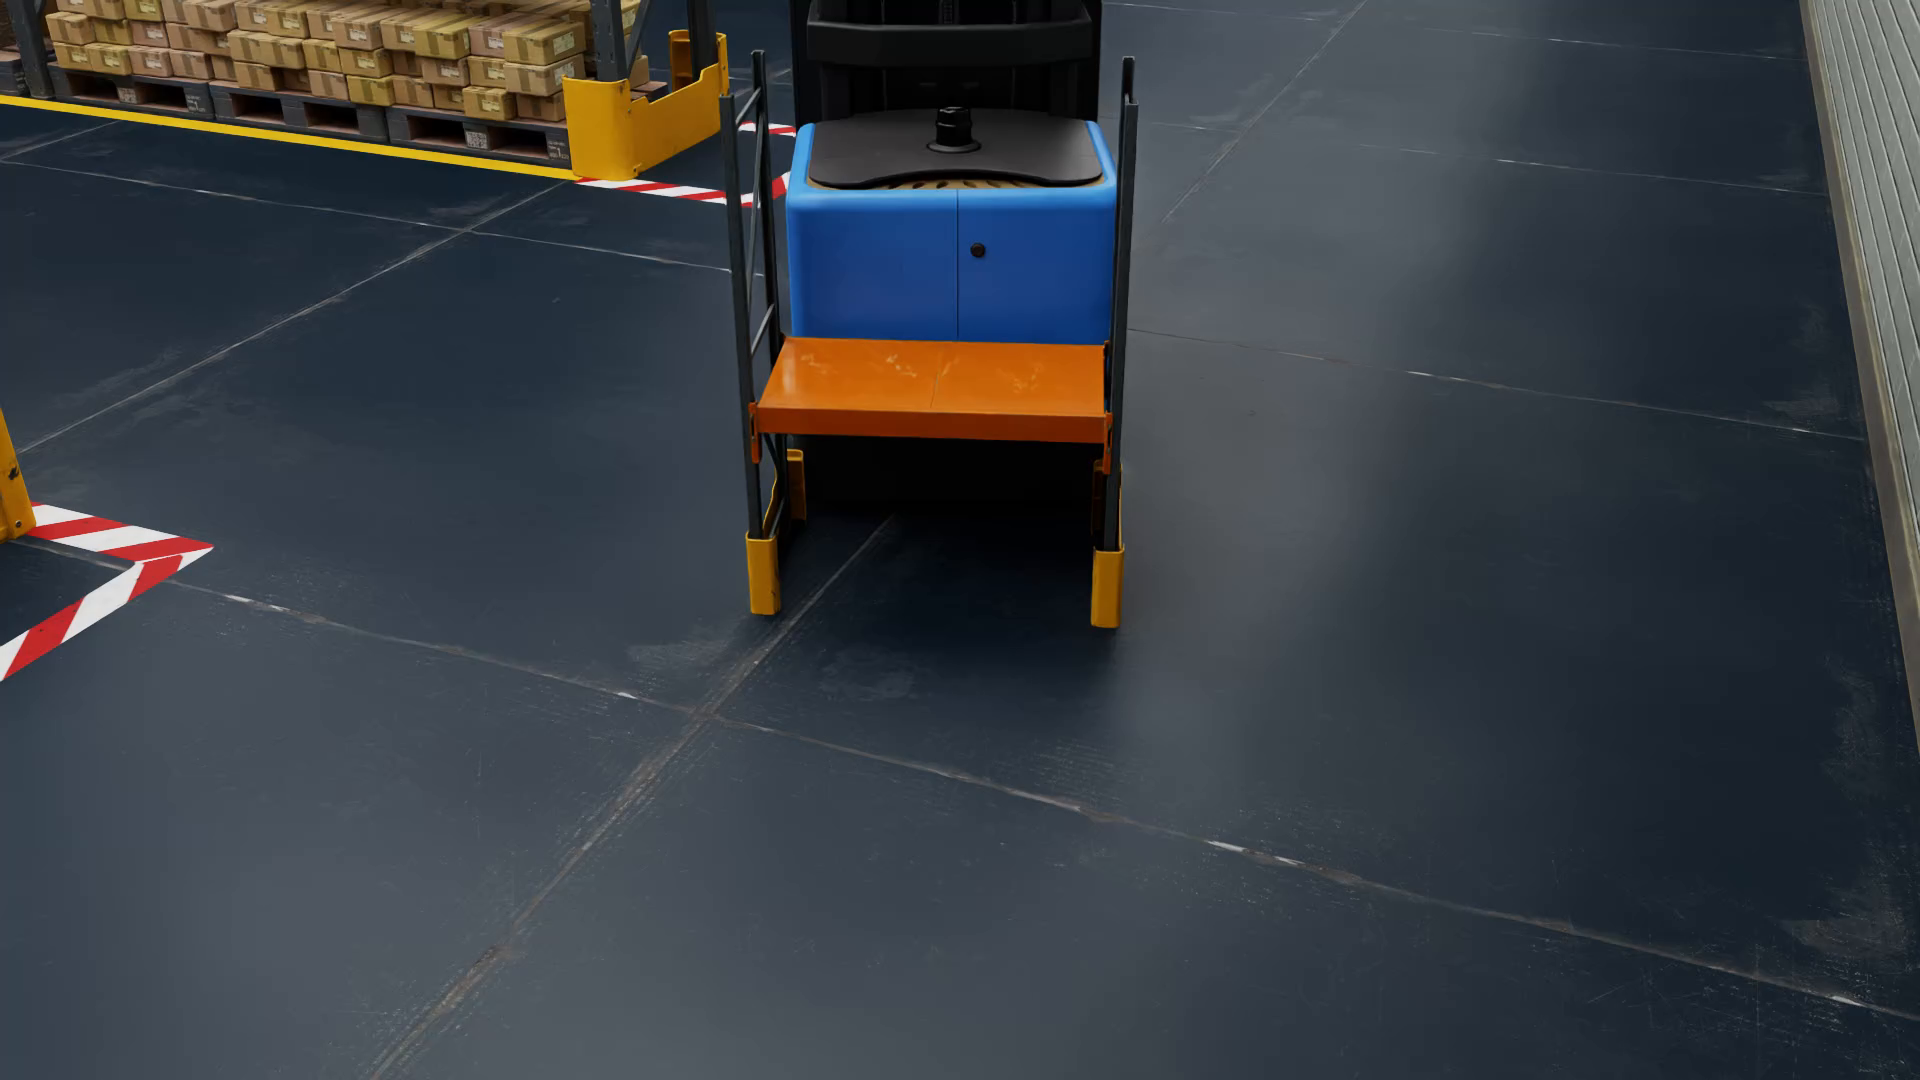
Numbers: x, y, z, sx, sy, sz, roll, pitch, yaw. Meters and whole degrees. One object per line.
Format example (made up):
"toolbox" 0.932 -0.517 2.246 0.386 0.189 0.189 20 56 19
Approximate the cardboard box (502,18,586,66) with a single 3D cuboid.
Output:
"cardboard box" -2.161 -2.592 8.653 0.250 0.149 0.380 12 32 20

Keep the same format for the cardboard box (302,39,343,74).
"cardboard box" -3.369 -2.689 9.127 0.250 0.149 0.380 13 32 22

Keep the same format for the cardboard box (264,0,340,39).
"cardboard box" -3.602 -2.891 9.182 0.250 0.149 0.380 11 31 19

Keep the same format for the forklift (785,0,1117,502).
"forklift" -0.059 -2.086 5.962 1.130 2.935 3.031 -1 29 -2

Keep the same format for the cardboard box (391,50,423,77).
"cardboard box" -2.864 -2.640 9.040 0.250 0.149 0.380 11 31 19

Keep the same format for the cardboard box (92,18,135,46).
"cardboard box" -4.798 -3.001 9.680 0.250 0.149 0.380 12 31 19

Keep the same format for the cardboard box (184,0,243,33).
"cardboard box" -4.099 -2.967 9.317 0.250 0.149 0.380 12 32 20

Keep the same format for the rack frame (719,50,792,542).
"rack frame" -0.572 -0.578 4.748 0.032 1.500 0.500 2 30 3

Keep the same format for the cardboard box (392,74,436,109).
"cardboard box" -2.864 -2.482 9.064 0.250 0.149 0.380 12 31 20

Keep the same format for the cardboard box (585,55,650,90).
"cardboard box" -1.940 -2.594 9.261 0.250 0.149 0.380 12 32 20

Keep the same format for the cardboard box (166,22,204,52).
"cardboard box" -4.309 -2.921 9.538 0.250 0.149 0.380 10 31 17

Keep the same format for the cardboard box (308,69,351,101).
"cardboard box" -3.369 -2.561 9.202 0.250 0.149 0.380 12 32 20

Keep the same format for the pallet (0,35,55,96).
"pallet" -6.003 -3.078 10.482 1.213 0.211 1.003 11 31 19

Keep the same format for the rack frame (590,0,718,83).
"rack frame" -1.575 -3.409 8.233 0.127 3.000 1.000 11 31 19

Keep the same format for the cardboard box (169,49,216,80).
"cardboard box" -4.314 -2.781 9.593 0.250 0.149 0.380 11 31 18

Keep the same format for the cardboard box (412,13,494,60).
"cardboard box" -2.660 -2.655 8.764 0.250 0.149 0.380 11 31 18

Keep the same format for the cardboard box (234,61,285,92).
"cardboard box" -3.847 -2.655 9.370 0.250 0.149 0.380 10 31 18

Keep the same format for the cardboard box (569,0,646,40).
"cardboard box" -1.933 -2.862 9.130 0.250 0.149 0.380 10 31 17

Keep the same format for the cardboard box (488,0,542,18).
"cardboard box" -2.419 -2.963 9.309 0.250 0.149 0.380 11 31 19

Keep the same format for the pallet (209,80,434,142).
"pallet" -3.511 -2.602 9.639 1.213 0.211 1.003 11 31 19

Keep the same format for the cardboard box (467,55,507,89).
"cardboard box" -2.393 -2.521 8.829 0.250 0.149 0.380 11 31 18

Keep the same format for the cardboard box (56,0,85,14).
"cardboard box" -5.040 -3.192 9.714 0.250 0.149 0.380 13 32 21

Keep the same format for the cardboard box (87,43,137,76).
"cardboard box" -4.818 -2.828 9.675 0.250 0.149 0.380 12 32 21

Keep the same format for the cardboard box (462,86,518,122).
"cardboard box" -2.418 -2.354 8.838 0.250 0.149 0.380 12 32 21

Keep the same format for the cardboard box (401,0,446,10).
"cardboard box" -2.933 -3.026 9.422 0.250 0.149 0.380 13 32 21

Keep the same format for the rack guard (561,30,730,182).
"rack guard" -1.645 -2.335 8.873 0.348 0.500 1.175 11 31 19

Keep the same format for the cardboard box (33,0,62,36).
"cardboard box" -5.866 -3.501 10.510 0.500 0.500 0.500 13 32 21

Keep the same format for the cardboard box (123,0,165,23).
"cardboard box" -4.554 -3.089 9.533 0.250 0.149 0.380 11 31 18

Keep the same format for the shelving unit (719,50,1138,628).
"shelving unit" -0.056 -0.560 4.717 1.083 1.500 0.587 2 30 3

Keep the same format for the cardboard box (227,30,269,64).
"cardboard box" -3.853 -2.784 9.296 0.250 0.149 0.380 11 31 19

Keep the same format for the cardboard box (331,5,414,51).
"cardboard box" -3.146 -2.756 8.943 0.250 0.149 0.380 12 32 21

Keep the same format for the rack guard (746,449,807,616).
"rack guard" -0.553 -0.033 5.054 0.087 0.250 0.587 2 30 3

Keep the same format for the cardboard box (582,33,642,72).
"cardboard box" -1.964 -2.694 9.136 0.250 0.149 0.380 13 32 21
